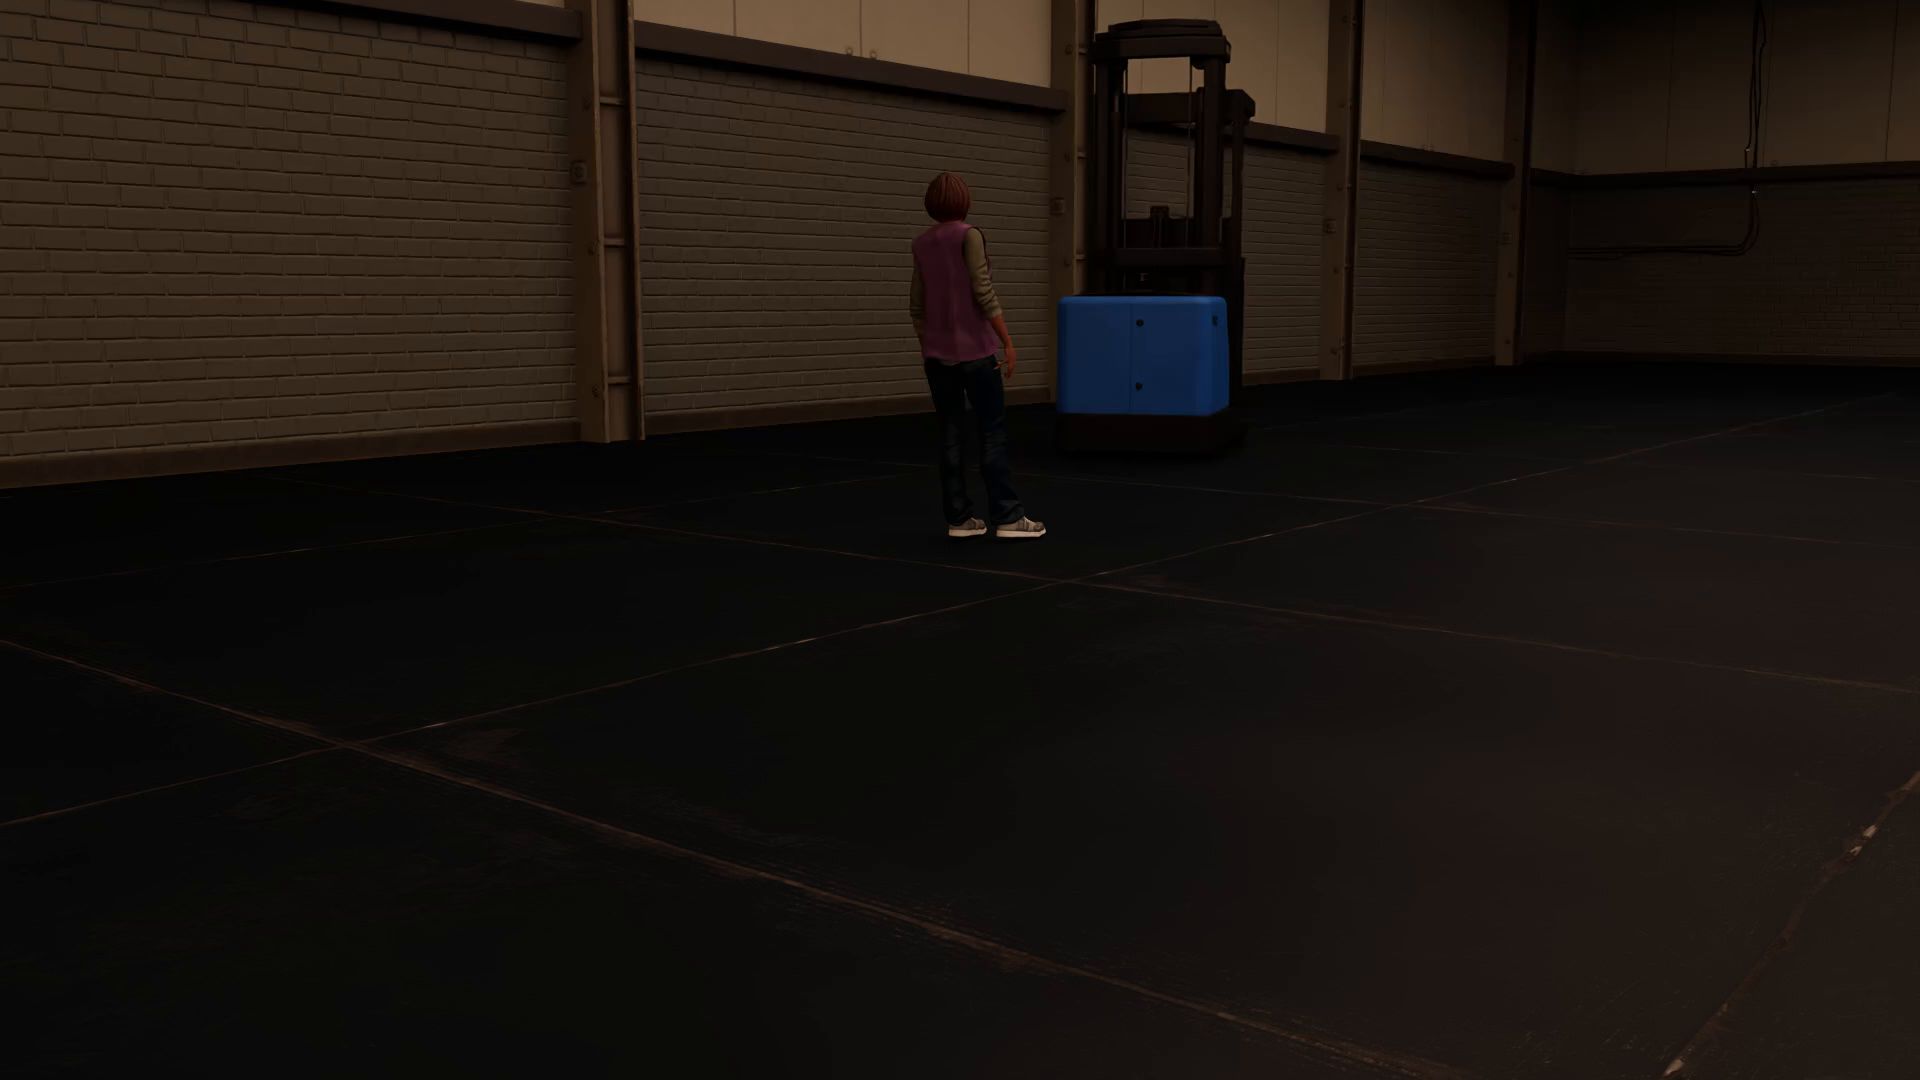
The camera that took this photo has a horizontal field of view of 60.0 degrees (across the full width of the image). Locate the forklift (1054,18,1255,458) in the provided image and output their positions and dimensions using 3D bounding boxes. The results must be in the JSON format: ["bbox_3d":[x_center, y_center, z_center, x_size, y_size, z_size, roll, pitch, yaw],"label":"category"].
[{"bbox_3d":[1.528,-2.169,12.107,1.130,2.935,3.031,2,9,16],"label":"forklift"}]

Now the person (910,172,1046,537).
[{"bbox_3d":[0.057,-0.805,7.336,0.520,1.597,0.476,7,11,38],"label":"person"}]
